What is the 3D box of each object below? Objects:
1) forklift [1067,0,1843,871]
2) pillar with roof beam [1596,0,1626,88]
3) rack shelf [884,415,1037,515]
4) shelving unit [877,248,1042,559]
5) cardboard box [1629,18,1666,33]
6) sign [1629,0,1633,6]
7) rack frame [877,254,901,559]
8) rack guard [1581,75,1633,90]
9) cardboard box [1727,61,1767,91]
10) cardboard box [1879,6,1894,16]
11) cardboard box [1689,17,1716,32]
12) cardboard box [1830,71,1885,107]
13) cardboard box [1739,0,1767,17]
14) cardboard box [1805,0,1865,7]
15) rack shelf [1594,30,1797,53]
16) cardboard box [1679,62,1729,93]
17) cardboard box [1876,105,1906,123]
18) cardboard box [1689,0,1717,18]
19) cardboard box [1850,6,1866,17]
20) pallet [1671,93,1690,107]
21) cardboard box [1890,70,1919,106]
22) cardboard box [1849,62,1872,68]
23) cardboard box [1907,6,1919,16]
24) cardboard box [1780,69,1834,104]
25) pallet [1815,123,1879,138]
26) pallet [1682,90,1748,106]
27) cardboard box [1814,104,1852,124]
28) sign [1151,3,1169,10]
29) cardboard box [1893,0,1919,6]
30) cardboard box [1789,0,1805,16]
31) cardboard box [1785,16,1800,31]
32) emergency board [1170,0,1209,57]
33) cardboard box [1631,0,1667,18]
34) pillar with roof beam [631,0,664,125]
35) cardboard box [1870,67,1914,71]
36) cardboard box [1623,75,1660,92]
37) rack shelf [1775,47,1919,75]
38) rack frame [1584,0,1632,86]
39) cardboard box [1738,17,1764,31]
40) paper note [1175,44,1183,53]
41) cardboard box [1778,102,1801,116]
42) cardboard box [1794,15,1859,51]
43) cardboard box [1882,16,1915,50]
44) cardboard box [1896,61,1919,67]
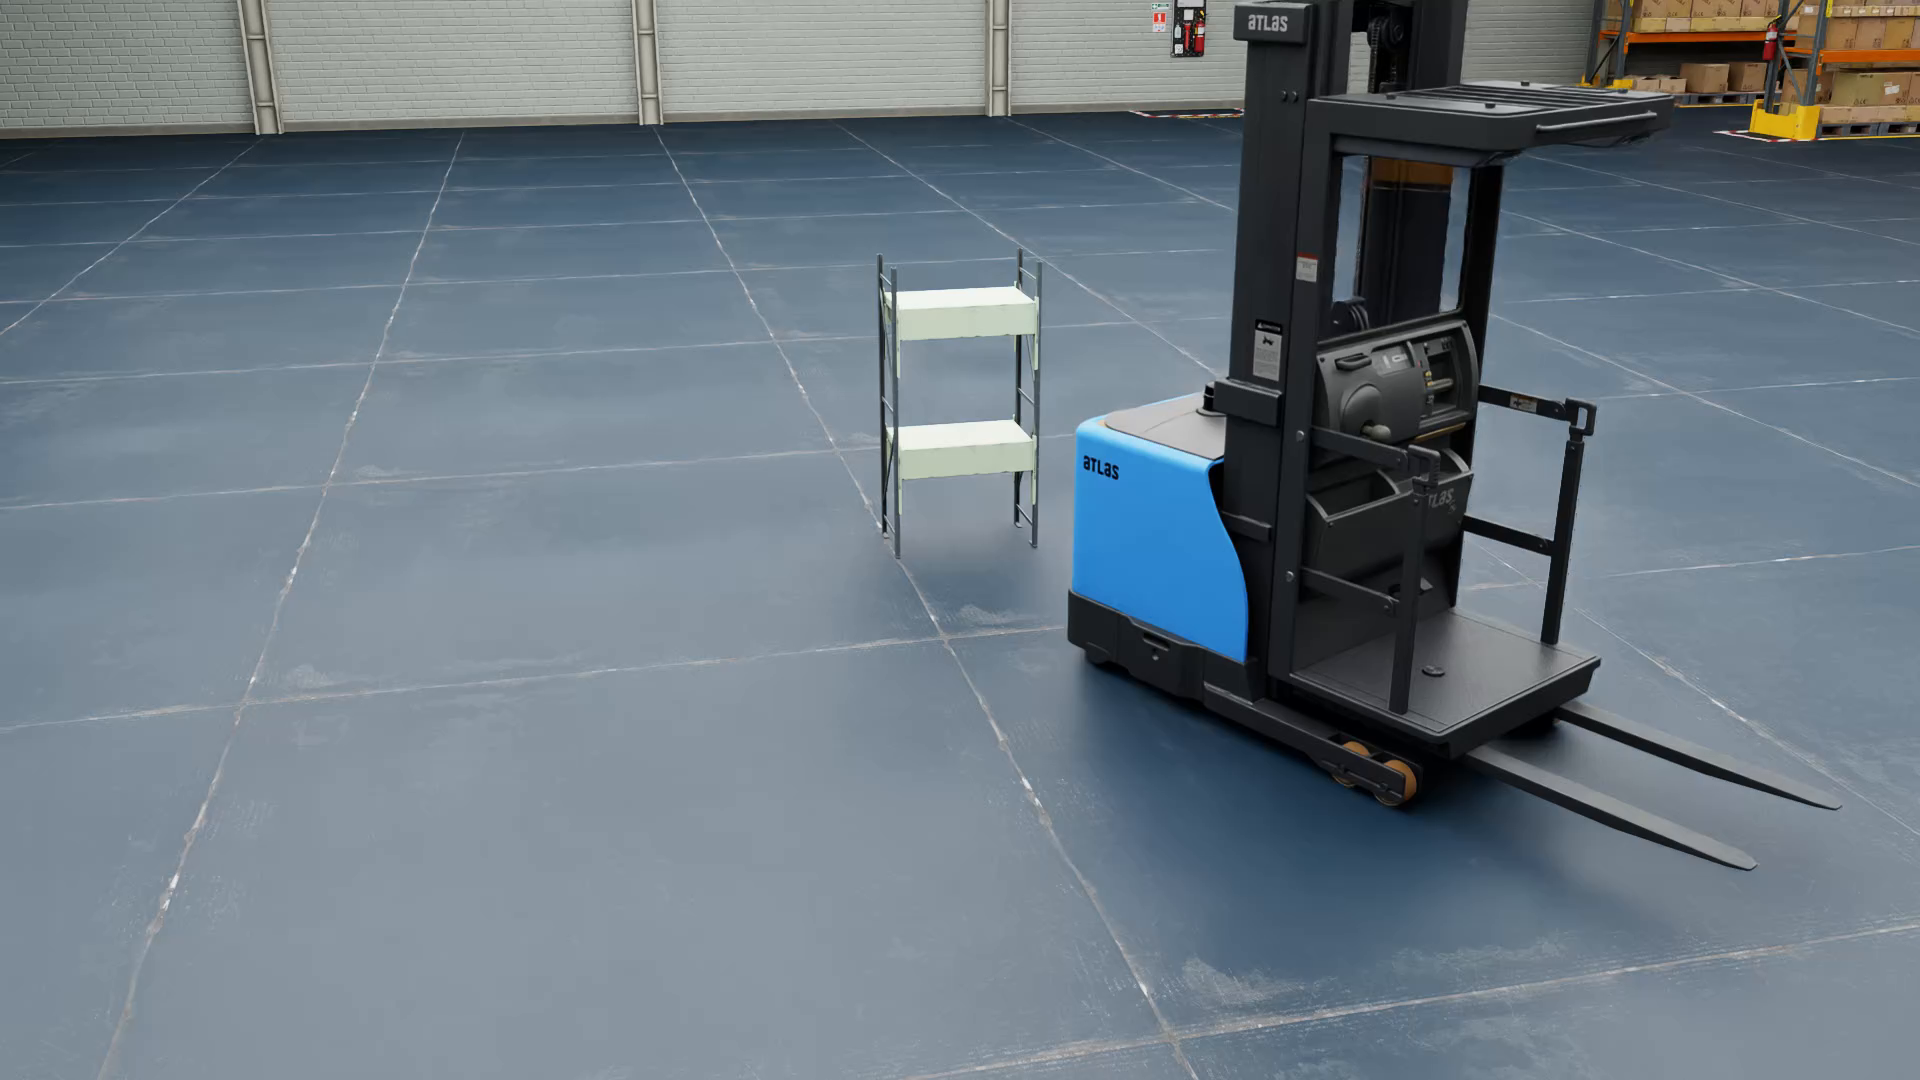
[{"bbox_3d":[1.805,-0.589,6.162,1.130,2.935,3.031,-16,25,-37],"label":"forklift"},{"bbox_3d":[13.332,-11.185,26.266,0.400,9.000,9.100,-5,21,-12],"label":"pillar with roof beam"},{"bbox_3d":[-0.006,-0.398,8.667,0.720,0.370,0.431,-5,21,-12],"label":"rack shelf"},{"bbox_3d":[-0.006,-0.704,8.555,0.755,1.500,0.431,-5,21,-12],"label":"shelving unit"},{"bbox_3d":[12.407,-9.335,30.127,0.500,0.250,0.500,-5,21,-14],"label":"cardboard box"},{"bbox_3d":[11.984,-9.689,29.645,0.005,0.325,0.100,-5,21,-12],"label":"sign"},{"bbox_3d":[-0.363,-0.675,8.476,0.023,1.500,0.400,-5,21,-12],"label":"rack frame"},{"bbox_3d":[11.933,-8.296,30.736,0.348,0.500,1.175,-5,21,-12],"label":"rack guard"},{"bbox_3d":[14.751,-8.718,31.248,0.500,0.500,0.500,-6,21,-17],"label":"cardboard box"},{"bbox_3d":[14.179,-8.177,25.688,0.250,0.149,0.380,-5,21,-13],"label":"cardboard box"},{"bbox_3d":[13.406,-9.420,30.357,0.500,0.250,0.500,-5,21,-13],"label":"cardboard box"},{"bbox_3d":[14.062,-7.073,26.058,0.500,0.500,0.500,-5,21,-12],"label":"cardboard box"},{"bbox_3d":[14.386,-9.853,30.451,0.500,0.500,0.500,-5,21,-14],"label":"cardboard box"},{"bbox_3d":[13.511,-8.499,25.624,0.500,0.500,0.700,-5,21,-12],"label":"cardboard box"},{"bbox_3d":[13.805,-9.285,30.846,4.000,0.370,1.077,-5,21,-12],"label":"rack shelf"},{"bbox_3d":[13.833,-8.608,30.947,0.500,0.500,0.700,-6,21,-16],"label":"cardboard box"},{"bbox_3d":[14.548,-6.761,26.296,0.500,0.250,0.500,-5,21,-12],"label":"cardboard box"},{"bbox_3d":[13.380,-9.767,30.215,0.500,0.500,0.500,-5,21,-14],"label":"cardboard box"},{"bbox_3d":[13.690,-8.139,25.583,0.250,0.149,0.380,-5,21,-14],"label":"cardboard box"},{"bbox_3d":[12.732,-8.213,30.929,1.213,0.211,1.003,-5,21,-12],"label":"pallet"},{"bbox_3d":[15.036,-7.150,26.270,0.500,0.500,0.500,-5,21,-12],"label":"cardboard box"},{"bbox_3d":[16.955,-8.935,31.840,0.500,0.500,0.700,-5,21,-14],"label":"cardboard box"},{"bbox_3d":[14.687,-8.219,25.803,0.250,0.149,0.380,-5,21,-13],"label":"cardboard box"},{"bbox_3d":[13.456,-7.207,26.424,0.500,0.500,0.500,-5,21,-12],"label":"cardboard box"},{"bbox_3d":[13.737,-6.572,26.447,1.213,0.211,1.003,-5,21,-12],"label":"pallet"},{"bbox_3d":[13.916,-8.309,31.189,1.213,0.211,1.003,-5,21,-12],"label":"pallet"},{"bbox_3d":[13.575,-6.680,26.077,0.500,0.250,0.500,-5,21,-12],"label":"cardboard box"},{"bbox_3d":[3.533,-9.405,29.306,0.331,0.109,0.001,-5,21,-12],"label":"sign"},{"bbox_3d":[14.512,-8.583,25.853,0.500,0.500,0.700,-5,21,-12],"label":"cardboard box"},{"bbox_3d":[15.363,-9.931,30.663,0.500,0.500,0.500,-5,21,-13],"label":"cardboard box"},{"bbox_3d":[15.360,-9.581,30.797,0.500,0.250,0.500,-5,21,-12],"label":"cardboard box"},{"bbox_3d":[4.088,-9.151,29.436,0.643,1.169,0.194,-5,21,-12],"label":"emergency board"},{"bbox_3d":[12.393,-9.692,30.012,0.500,0.500,0.500,-5,21,-12],"label":"cardboard box"},{"bbox_3d":[-4.185,-9.760,22.376,0.400,9.000,9.100,-5,21,-12],"label":"pillar with roof beam"},{"bbox_3d":[14.912,-7.330,26.760,0.500,0.500,0.500,-5,21,-12],"label":"cardboard box"},{"bbox_3d":[12.553,-8.433,30.744,0.500,0.311,0.500,-7,21,-19],"label":"cardboard box"},{"bbox_3d":[14.949,-7.627,26.320,4.000,0.370,1.077,-5,21,-12],"label":"rack shelf"},{"bbox_3d":[11.859,-9.464,30.290,0.127,3.000,1.000,-5,21,-12],"label":"rack frame"},{"bbox_3d":[14.388,-9.499,30.574,0.500,0.250,0.500,-5,21,-13],"label":"cardboard box"},{"bbox_3d":[3.900,-8.747,29.612,0.142,0.148,0.016,-5,21,-12],"label":"paper note"},{"bbox_3d":[13.456,-6.854,26.551,0.500,0.250,0.500,-5,21,-12],"label":"cardboard box"},{"bbox_3d":[13.460,-7.886,25.836,0.500,0.500,0.700,-5,21,-12],"label":"cardboard box"},{"bbox_3d":[14.454,-7.966,26.056,0.500,0.500,0.700,-5,21,-12],"label":"cardboard box"},{"bbox_3d":[17.950,-9.005,32.031,0.500,0.500,0.700,-5,21,-13],"label":"cardboard box"}]
